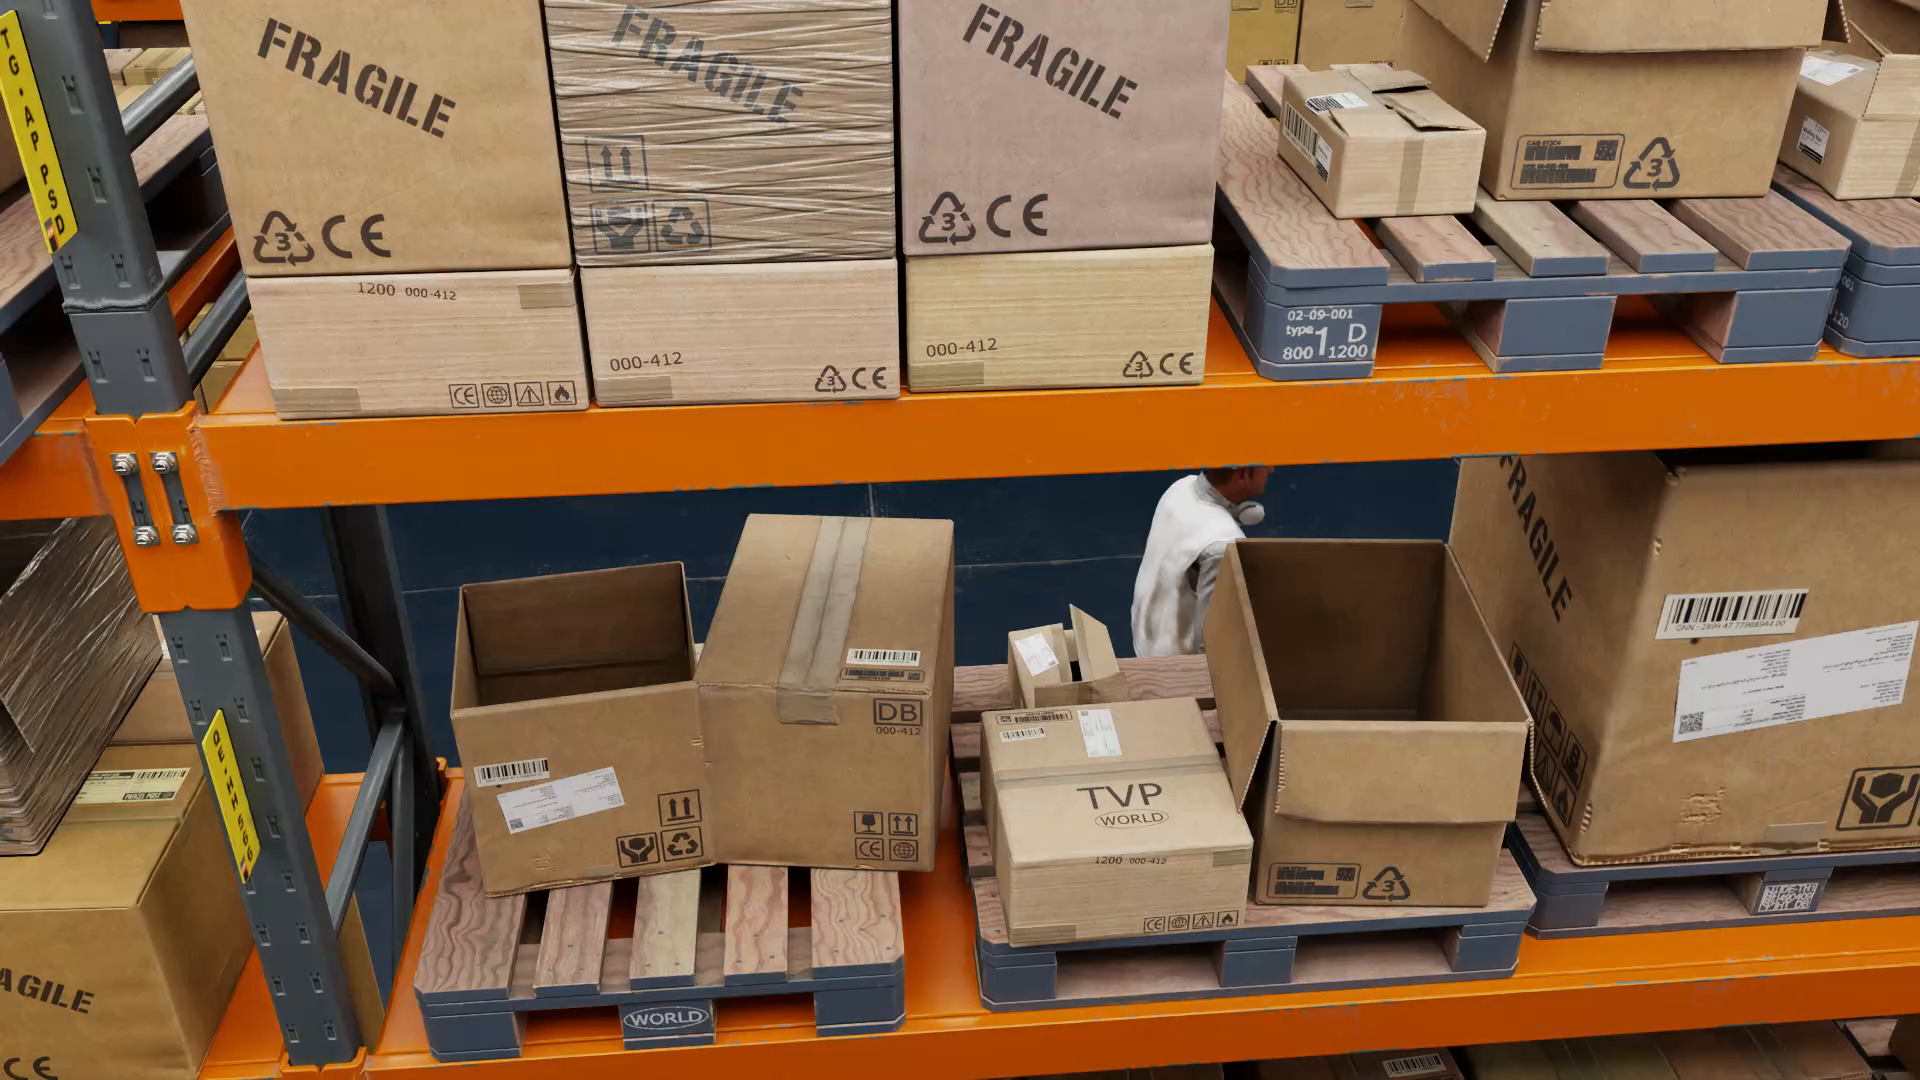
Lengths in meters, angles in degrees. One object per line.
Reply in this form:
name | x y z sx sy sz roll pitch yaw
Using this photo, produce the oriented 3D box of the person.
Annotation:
person | 0.798 0.382 5.469 0.466 1.771 0.583 -3 31 -5
